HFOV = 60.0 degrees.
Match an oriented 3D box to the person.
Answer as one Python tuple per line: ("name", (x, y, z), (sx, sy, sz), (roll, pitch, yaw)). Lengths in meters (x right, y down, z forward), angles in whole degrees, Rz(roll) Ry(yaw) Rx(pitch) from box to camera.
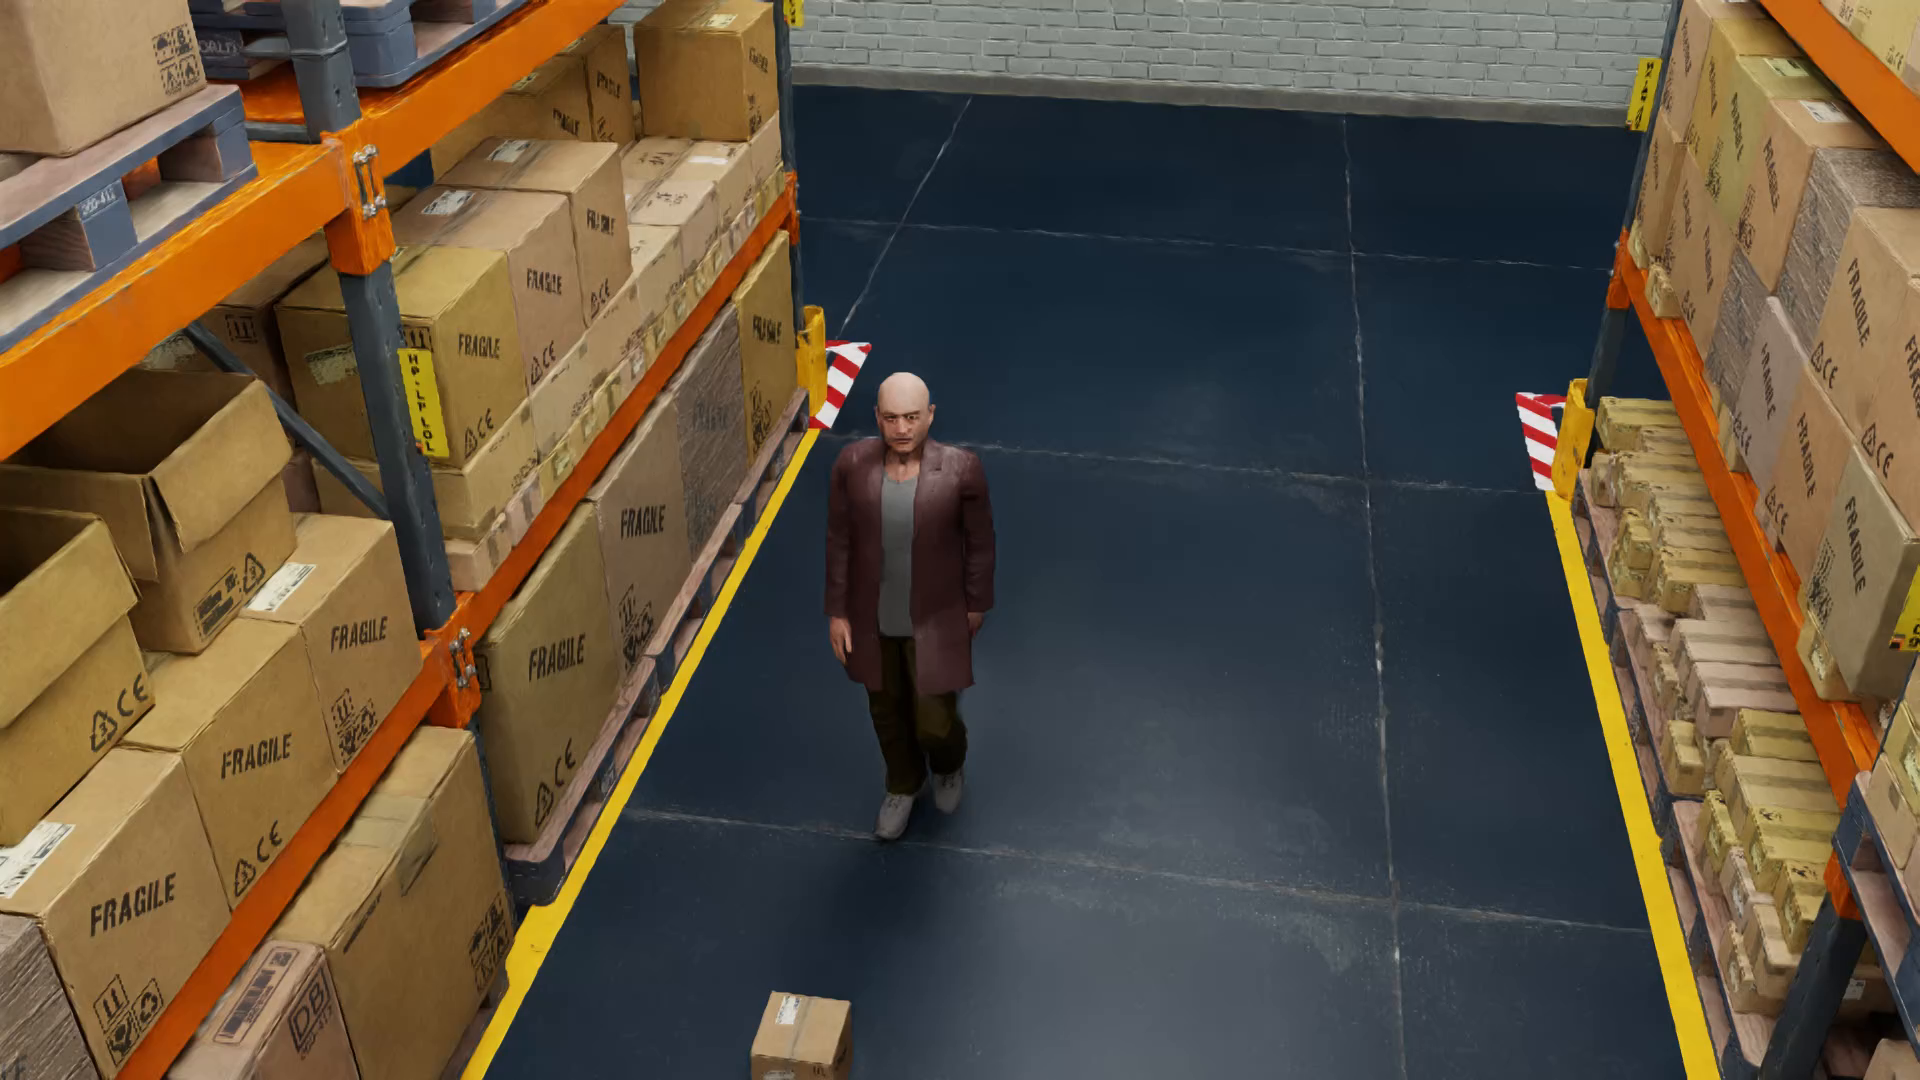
("person", (-0.183, 0.263, 5.699), (0.571, 1.783, 0.518), (7, 33, 12))
